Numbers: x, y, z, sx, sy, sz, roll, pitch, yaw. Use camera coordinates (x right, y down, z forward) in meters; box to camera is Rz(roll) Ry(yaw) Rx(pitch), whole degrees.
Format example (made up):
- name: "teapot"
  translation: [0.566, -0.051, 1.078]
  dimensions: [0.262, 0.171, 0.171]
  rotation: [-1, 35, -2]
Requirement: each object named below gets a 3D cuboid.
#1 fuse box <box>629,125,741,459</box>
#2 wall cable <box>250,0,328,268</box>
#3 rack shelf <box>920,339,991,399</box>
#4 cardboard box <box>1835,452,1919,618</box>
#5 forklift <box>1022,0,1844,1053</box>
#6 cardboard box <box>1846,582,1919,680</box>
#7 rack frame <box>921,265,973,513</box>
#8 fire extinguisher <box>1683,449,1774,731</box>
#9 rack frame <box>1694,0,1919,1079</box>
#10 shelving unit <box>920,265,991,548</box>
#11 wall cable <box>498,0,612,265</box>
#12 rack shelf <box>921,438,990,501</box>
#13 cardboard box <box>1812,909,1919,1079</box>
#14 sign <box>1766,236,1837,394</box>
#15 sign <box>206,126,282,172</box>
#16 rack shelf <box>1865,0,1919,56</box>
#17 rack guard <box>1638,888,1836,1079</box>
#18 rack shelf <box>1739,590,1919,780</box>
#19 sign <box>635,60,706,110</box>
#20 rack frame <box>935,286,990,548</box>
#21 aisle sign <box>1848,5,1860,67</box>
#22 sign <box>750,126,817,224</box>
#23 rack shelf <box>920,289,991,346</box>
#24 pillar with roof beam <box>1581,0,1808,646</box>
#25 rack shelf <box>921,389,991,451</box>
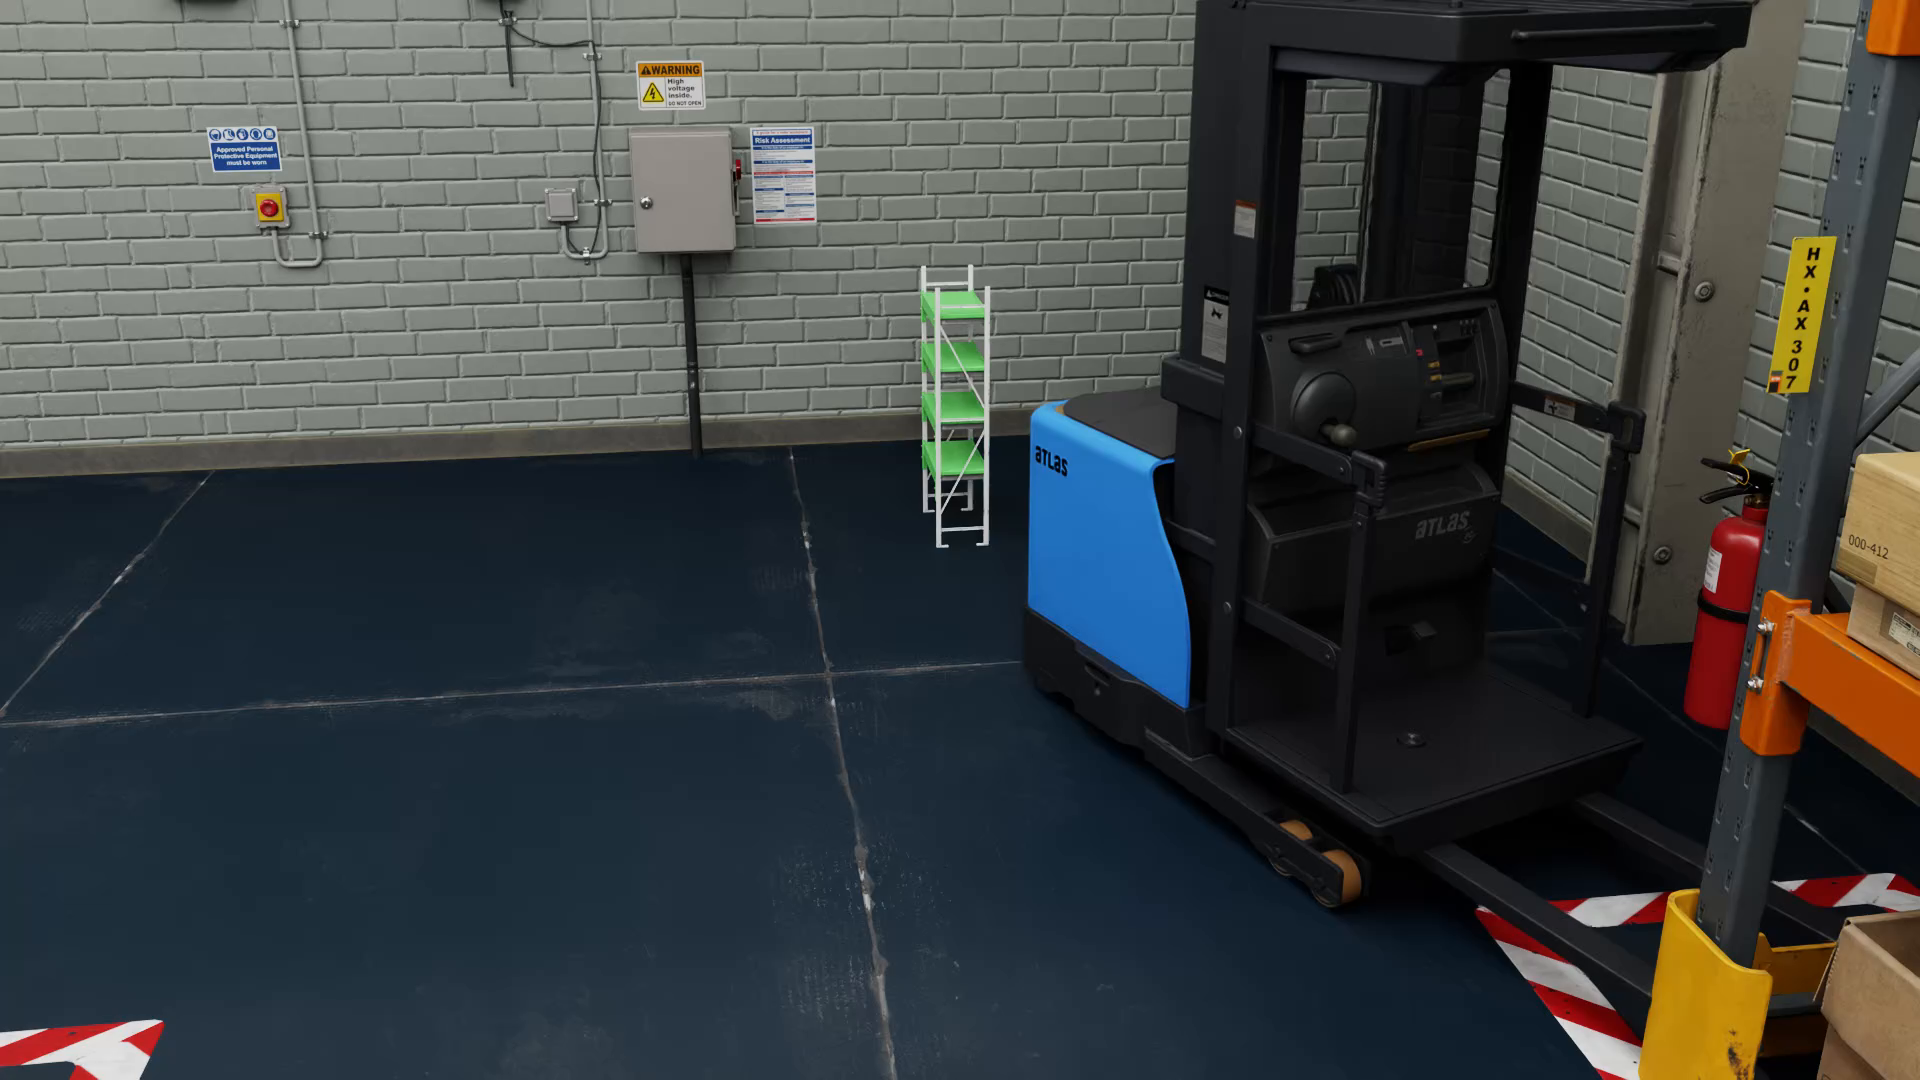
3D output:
- name: "fuse box"
  translation: [-1.374, -1.235, 8.576]
  dimensions: [0.539, 1.711, 0.414]
  rotation: [-3, 21, -8]
- name: "wall cable"
  translation: [-3.474, -2.273, 8.019]
  dimensions: [0.585, 1.953, 0.123]
  rotation: [-3, 21, -8]
- name: "rack shelf"
  translation: [-0.024, -0.784, 7.598]
  dimensions: [0.258, 0.148, 0.480]
  rotation: [-3, 21, -8]
- name: "cardboard box"
  translation: [2.072, 0.018, 3.169]
  dimensions: [0.500, 0.250, 0.500]
  rotation: [-3, 21, -7]
- name: "forklift"
  translation: [1.392, -0.484, 4.823]
  dimensions: [1.130, 2.935, 3.031]
  rotation: [-11, 23, -27]
- name: "cardboard box"
  translation: [2.050, 0.162, 3.354]
  dimensions: [0.380, 0.149, 0.250]
  rotation: [-3, 21, -8]
- name: "rack frame"
  translation: [-0.059, -0.704, 7.886]
  dimensions: [0.240, 1.200, 0.015]
  rotation: [-3, 21, -8]
- name: "fire extinguisher"
  translation: [1.795, 0.100, 3.805]
  dimensions: [0.296, 0.674, 0.183]
  rotation: [-3, 21, -8]
- name: "rack frame"
  translation: [2.274, -0.083, 3.652]
  dimensions: [1.000, 3.000, 0.127]
  rotation: [-3, 21, -8]
- name: "shelving unit"
  translation: [-0.024, -0.619, 7.660]
  dimensions: [0.258, 1.200, 0.503]
  rotation: [-3, 21, -8]
- name: "wall cable"
  translation: [-2.072, -2.334, 8.227]
  dimensions: [0.588, 1.984, 0.122]
  rotation: [-3, 21, -8]
- name: "rack shelf"
  translation: [-0.024, -0.335, 7.766]
  dimensions: [0.258, 0.148, 0.480]
  rotation: [-3, 21, -8]
- name: "cardboard box"
  translation: [2.268, 1.106, 3.436]
  dimensions: [0.797, 0.503, 0.637]
  rotation: [-4, 21, -10]
- name: "sign"
  translation: [1.737, -0.461, 3.427]
  dimensions: [0.100, 0.325, 0.005]
  rotation: [-3, 21, -8]
- name: "sign"
  translation: [-3.530, -1.928, 8.205]
  dimensions: [0.327, 0.218, 0.001]
  rotation: [-3, 21, -8]
- name: "rack shelf"
  translation: [2.562, -0.459, 1.399]
  dimensions: [1.077, 0.370, 4.000]
  rotation: [-3, 21, -8]
- name: "rack guard"
  translation: [2.285, 1.114, 4.019]
  dimensions: [1.175, 0.500, 0.348]
  rotation: [-3, 21, -8]
- name: "rack shelf"
  translation: [2.562, 0.946, 1.924]
  dimensions: [1.077, 0.370, 4.000]
  rotation: [-3, 21, -8]
- name: "sign"
  translation: [-1.458, -2.294, 8.391]
  dimensions: [0.339, 0.242, 0.001]
  rotation: [-3, 21, -8]
- name: "rack frame"
  translation: [0.011, -0.535, 7.433]
  dimensions: [0.240, 1.200, 0.015]
  rotation: [-3, 21, -8]
- name: "aisle sign"
  translation: [1.973, -1.310, 3.221]
  dimensions: [0.394, 0.787, 0.004]
  rotation: [-3, 21, -8]
- name: "sign"
  translation: [-0.915, -1.890, 8.626]
  dimensions: [0.329, 0.494, 0.001]
  rotation: [-3, 21, -8]
- name: "rack shelf"
  translation: [-0.024, -1.009, 7.514]
  dimensions: [0.258, 0.148, 0.480]
  rotation: [-3, 21, -8]
- name: "pillar with roof beam"
  translation: [-1.483, -3.656, 4.642]
  dimensions: [9.100, 9.000, 0.400]
  rotation: [-3, 21, -8]
- name: "rack shelf"
  translation: [-0.024, -0.560, 7.682]
  dimensions: [0.258, 0.148, 0.480]
  rotation: [-3, 21, -8]
